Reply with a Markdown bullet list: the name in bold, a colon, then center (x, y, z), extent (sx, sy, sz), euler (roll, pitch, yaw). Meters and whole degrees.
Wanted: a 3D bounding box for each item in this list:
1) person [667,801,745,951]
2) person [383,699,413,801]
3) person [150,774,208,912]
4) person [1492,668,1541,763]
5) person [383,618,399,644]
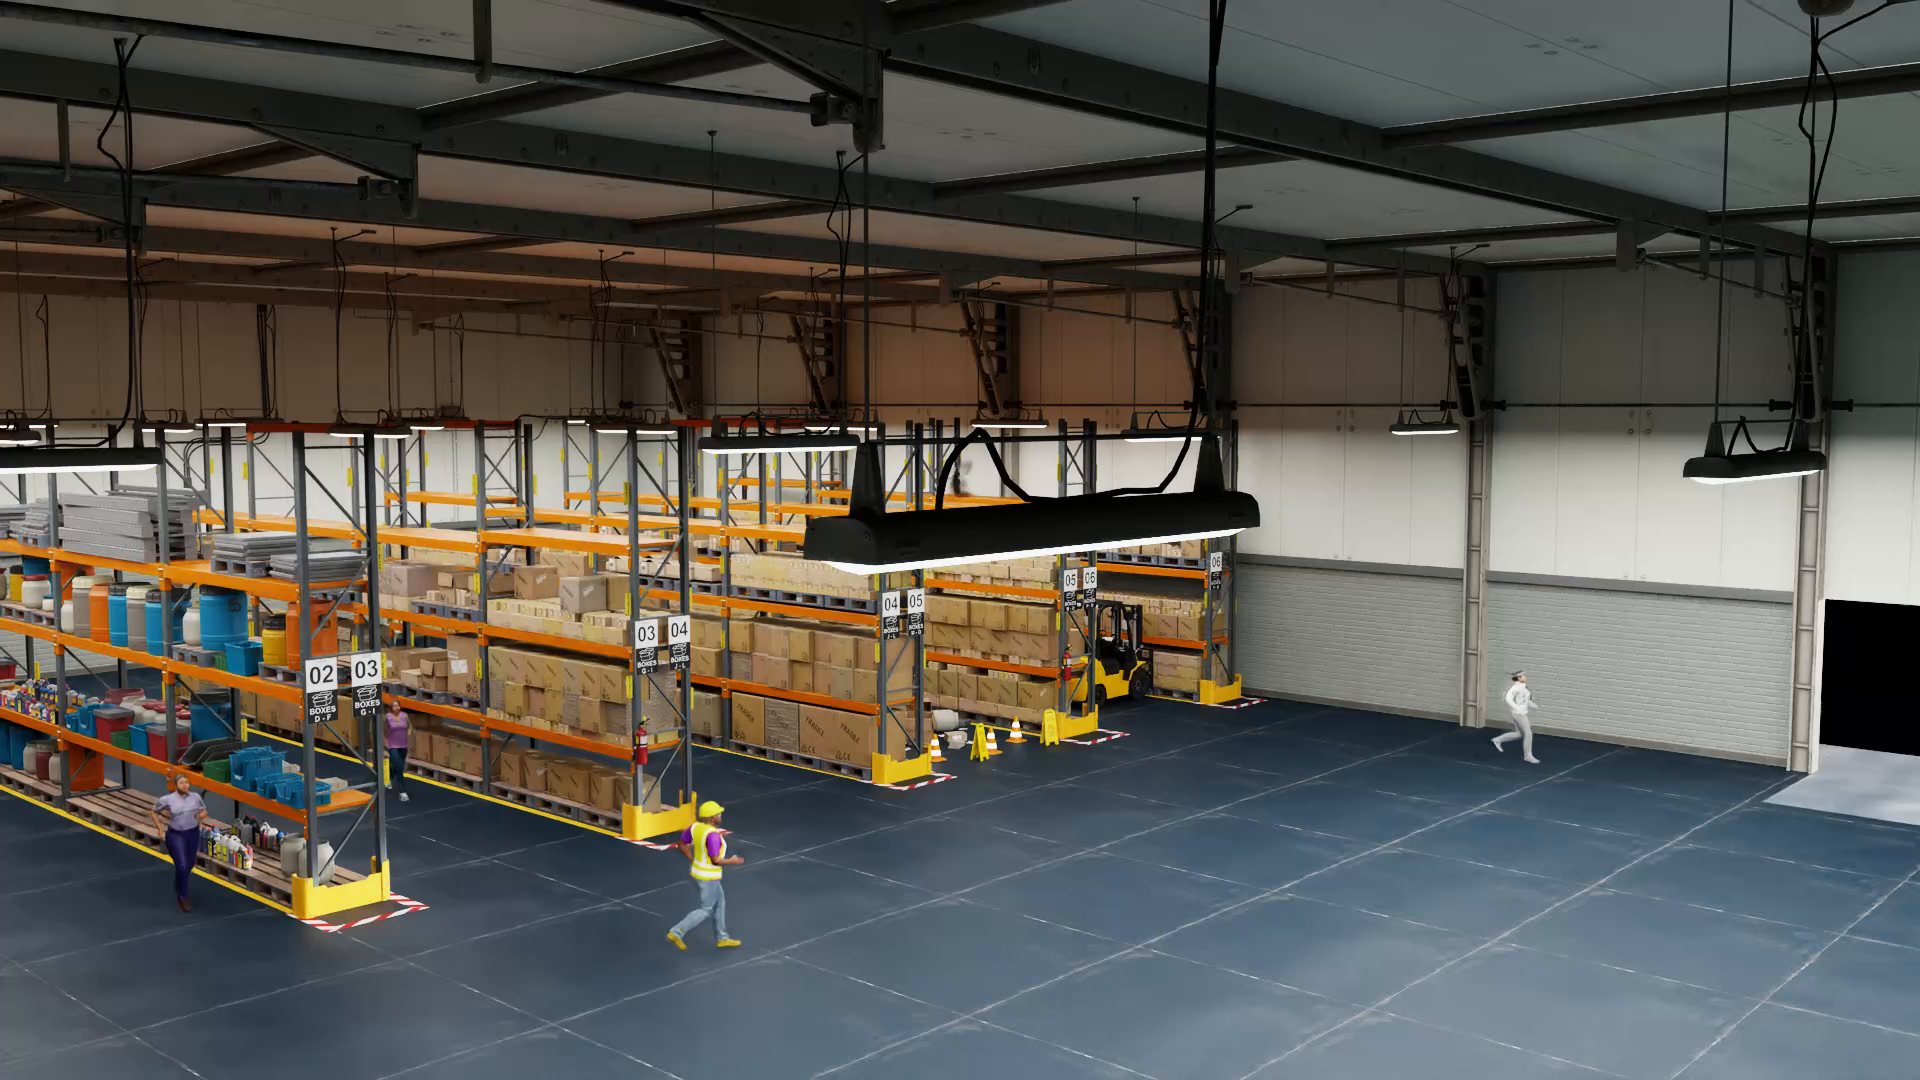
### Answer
- **person**: center (-2.957, 3.885, 19.131), extent (0.948, 1.754, 0.681), euler (-3, 5, -30)
- **person**: center (-9.074, 3.354, 26.792), extent (0.526, 1.592, 0.815), euler (-4, 6, -43)
- **person**: center (-9.824, 3.796, 20.994), extent (0.767, 1.710, 0.573), euler (4, 6, 37)
- **person**: center (9.883, 3.096, 29.484), extent (0.822, 1.696, 0.618), euler (2, 5, 24)
- **person**: center (-13.611, 2.231, 39.690), extent (0.648, 1.750, 0.549), euler (3, 5, 28)
